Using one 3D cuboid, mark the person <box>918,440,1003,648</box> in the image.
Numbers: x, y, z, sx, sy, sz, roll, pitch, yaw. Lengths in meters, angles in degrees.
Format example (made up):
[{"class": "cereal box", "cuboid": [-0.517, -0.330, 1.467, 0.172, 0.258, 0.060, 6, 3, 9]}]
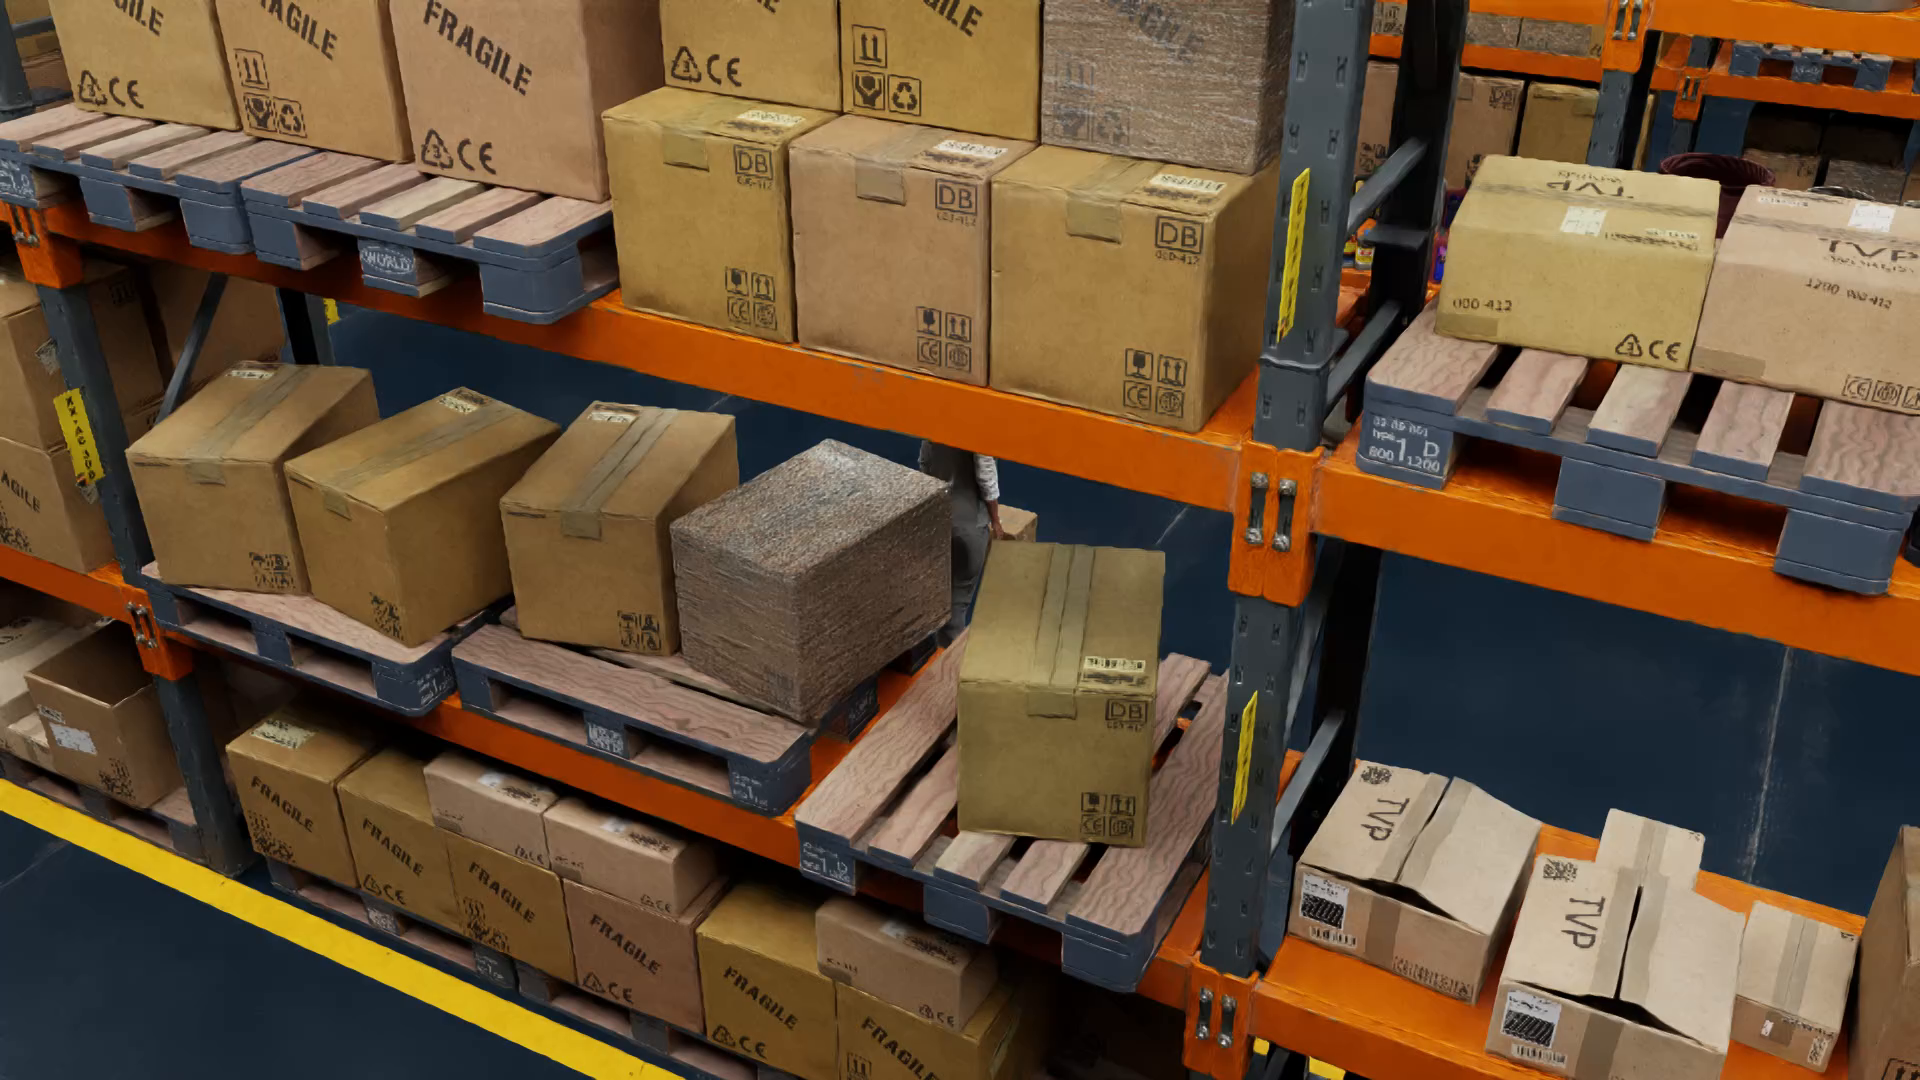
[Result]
[{"class": "person", "cuboid": [-0.003, -0.113, 7.293, 0.369, 1.600, 0.434, -23, 38, -34]}]
